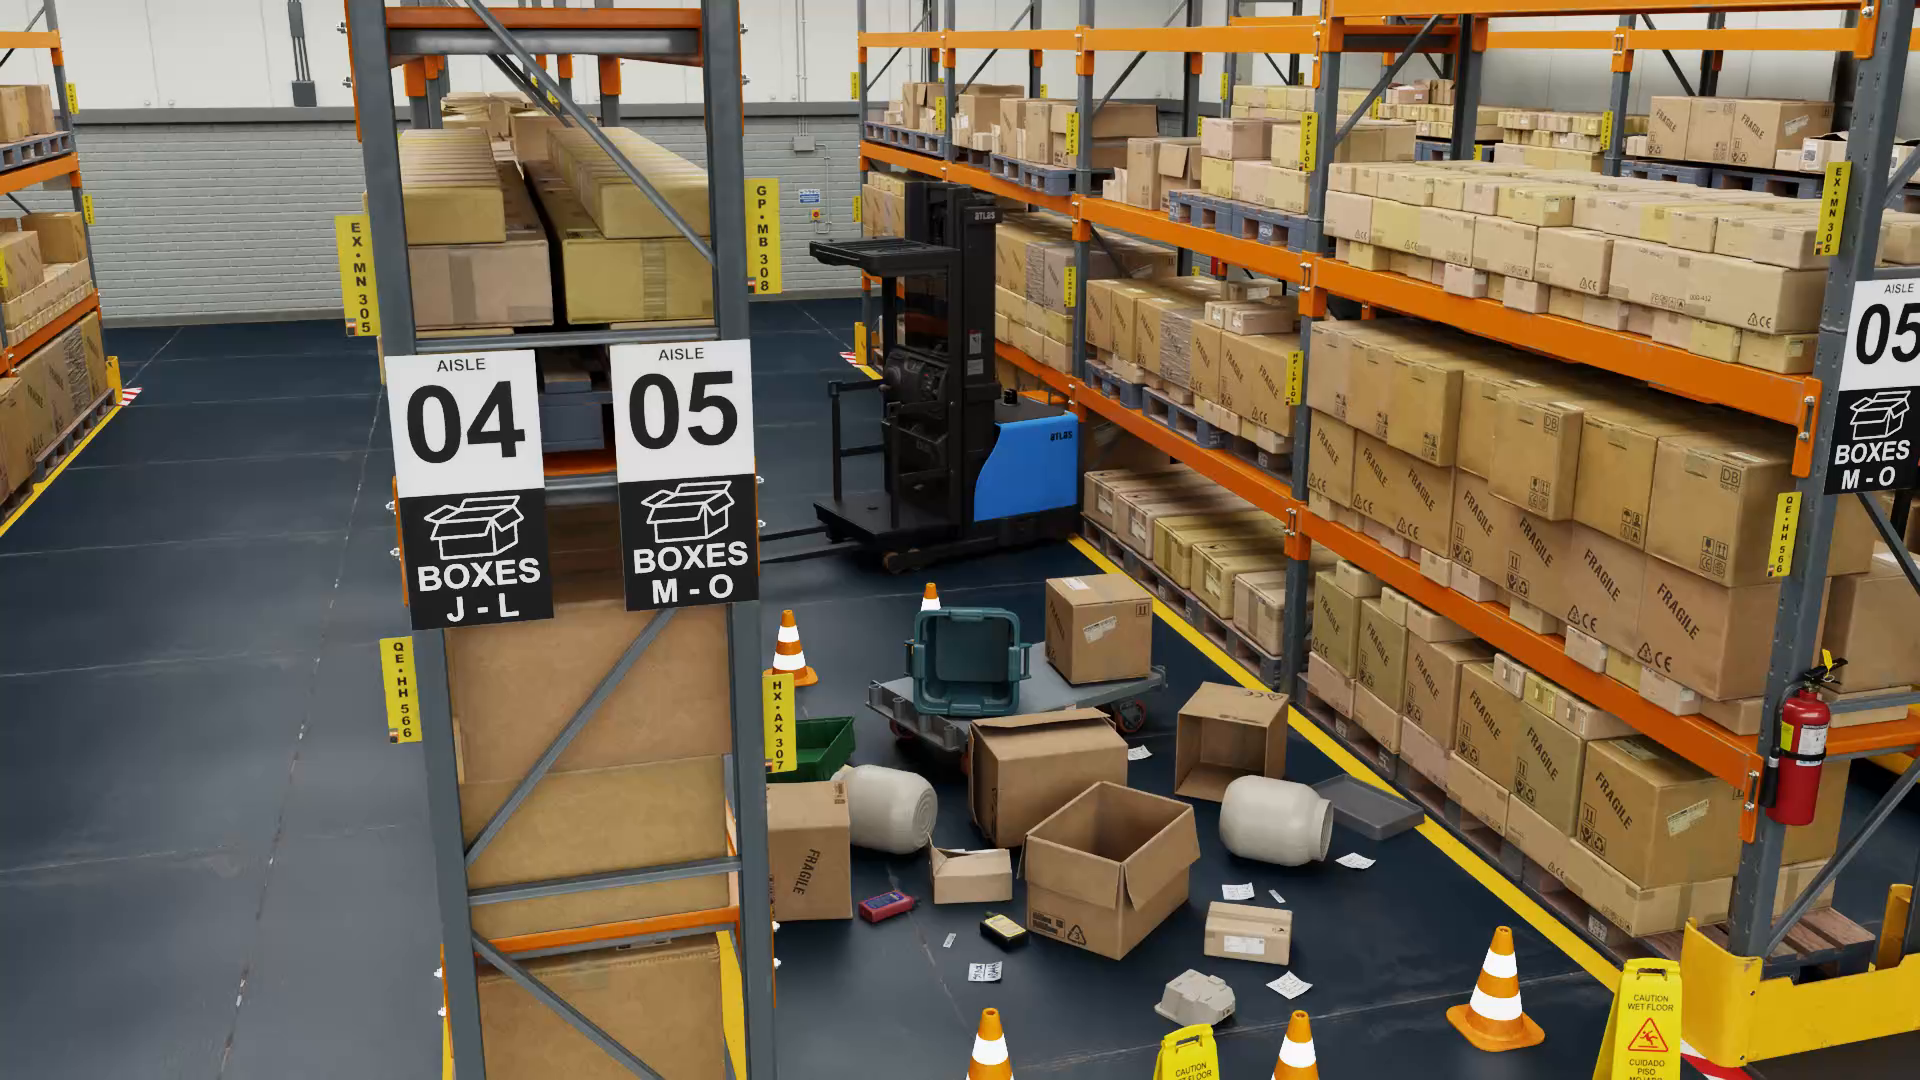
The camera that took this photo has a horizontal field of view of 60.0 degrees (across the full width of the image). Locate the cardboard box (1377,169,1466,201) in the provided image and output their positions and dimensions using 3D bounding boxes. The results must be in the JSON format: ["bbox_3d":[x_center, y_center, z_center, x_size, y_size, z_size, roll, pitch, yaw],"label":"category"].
[{"bbox_3d":[2.469,-1.900,8.900,0.380,0.149,0.250,-5,18,-17],"label":"cardboard box"}]

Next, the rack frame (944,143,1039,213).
[{"bbox_3d":[0.334,-2.671,17.630,1.000,3.000,0.127,-5,17,-15],"label":"rack frame"}]

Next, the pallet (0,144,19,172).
[{"bbox_3d":[-9.409,-3.509,15.359,1.003,0.211,1.213,-5,17,-15],"label":"pallet"}]

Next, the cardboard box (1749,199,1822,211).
[{"bbox_3d":[3.639,-1.382,7.176,0.380,0.149,0.250,-5,17,-15],"label":"cardboard box"}]

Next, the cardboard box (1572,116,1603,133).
[{"bbox_3d":[5.855,-3.809,15.255,0.380,0.149,0.250,-5,18,-17],"label":"cardboard box"}]

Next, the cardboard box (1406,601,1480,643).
[{"bbox_3d":[2.632,0.428,8.932,0.380,0.149,0.250,-4,17,-12],"label":"cardboard box"}]

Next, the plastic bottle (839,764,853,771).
[{"bbox_3d":[-0.672,1.326,9.433,0.283,0.061,0.133,16,23,42],"label":"plastic bottle"}]

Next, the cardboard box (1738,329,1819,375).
[{"bbox_3d":[3.265,-0.745,6.439,0.380,0.149,0.250,-5,17,-15],"label":"cardboard box"}]

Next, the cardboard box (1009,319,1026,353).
[{"bbox_3d":[0.766,-1.893,15.300,0.500,0.250,0.500,-5,17,-16],"label":"cardboard box"}]

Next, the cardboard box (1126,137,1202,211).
[{"bbox_3d":[1.684,-2.786,12.625,0.700,0.500,0.500,-5,17,-15],"label":"cardboard box"}]

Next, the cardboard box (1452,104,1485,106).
[{"bbox_3d":[5.470,-4.561,17.723,0.380,0.149,0.250,-5,17,-16],"label":"cardboard box"}]

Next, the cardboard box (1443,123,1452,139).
[{"bbox_3d":[5.150,-4.162,16.914,0.380,0.149,0.250,-4,17,-14],"label":"cardboard box"}]

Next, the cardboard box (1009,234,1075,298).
[{"bbox_3d":[0.761,-2.493,15.125,0.500,0.500,0.500,-5,17,-15],"label":"cardboard box"}]

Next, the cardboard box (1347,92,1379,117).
[{"bbox_3d":[4.736,-4.932,18.817,0.500,0.250,0.500,-5,17,-15],"label":"cardboard box"}]

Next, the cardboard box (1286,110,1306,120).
[{"bbox_3d":[4.318,-5.111,20.283,0.500,0.250,0.500,-5,17,-16],"label":"cardboard box"}]

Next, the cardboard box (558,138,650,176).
[{"bbox_3d":[-1.513,-1.630,7.097,0.380,0.149,0.250,-5,17,-15],"label":"cardboard box"}]

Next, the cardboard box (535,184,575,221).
[{"bbox_3d":[-1.403,-1.261,6.562,0.500,0.250,0.500,-5,17,-16],"label":"cardboard box"}]

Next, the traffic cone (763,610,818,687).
[{"bbox_3d":[-1.116,0.686,10.865,0.336,0.463,0.334,-5,17,-15],"label":"traffic cone"}]

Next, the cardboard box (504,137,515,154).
[{"bbox_3d":[-3.199,-2.809,12.701,0.500,0.500,0.500,-5,17,-15],"label":"cardboard box"}]

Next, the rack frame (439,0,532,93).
[{"bbox_3d":[-5.497,-6.231,19.054,1.000,3.000,0.127,-5,17,-15],"label":"rack frame"}]

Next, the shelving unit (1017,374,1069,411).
[{"bbox_3d":[0.712,-0.808,14.529,0.258,1.200,0.503,-8,20,-30],"label":"shelving unit"}]

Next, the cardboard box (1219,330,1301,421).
[{"bbox_3d":[2.048,-1.096,10.967,0.500,0.500,0.500,-5,17,-15],"label":"cardboard box"}]

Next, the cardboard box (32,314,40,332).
[{"bbox_3d":[-9.175,-2.093,16.144,0.380,0.149,0.250,-5,17,-17],"label":"cardboard box"}]

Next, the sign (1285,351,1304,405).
[{"bbox_3d":[2.000,-0.968,9.947,0.100,0.325,0.005,-5,17,-15],"label":"sign"}]

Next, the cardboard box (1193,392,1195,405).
[{"bbox_3d":[1.886,-1.024,11.853,0.380,0.149,0.250,-5,18,-17],"label":"cardboard box"}]

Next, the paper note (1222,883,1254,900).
[{"bbox_3d":[1.369,1.725,8.177,0.148,0.019,0.142,1,17,4],"label":"paper note"}]

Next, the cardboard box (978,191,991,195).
[{"bbox_3d":[0.411,-3.686,17.969,0.380,0.149,0.250,-4,17,-14],"label":"cardboard box"}]

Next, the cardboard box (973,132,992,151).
[{"bbox_3d":[0.345,-3.819,15.914,0.380,0.166,0.250,-6,18,-19],"label":"cardboard box"}]

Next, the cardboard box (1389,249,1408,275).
[{"bbox_3d":[2.575,-1.532,9.061,0.380,0.149,0.250,-5,17,-15],"label":"cardboard box"}]

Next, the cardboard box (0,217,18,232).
[{"bbox_3d":[-10.284,-3.131,17.603,0.500,0.500,0.500,-5,17,-17],"label":"cardboard box"}]

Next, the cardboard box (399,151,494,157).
[{"bbox_3d":[-1.938,-1.368,6.224,0.380,0.149,0.250,-5,17,-15],"label":"cardboard box"}]

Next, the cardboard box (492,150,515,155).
[{"bbox_3d":[-3.032,-2.290,10.399,0.500,0.311,0.500,-5,17,-16],"label":"cardboard box"}]

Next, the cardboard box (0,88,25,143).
[{"bbox_3d":[-9.618,-4.138,16.221,0.700,0.500,0.500,-4,17,-13],"label":"cardboard box"}]

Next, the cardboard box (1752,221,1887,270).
[{"bbox_3d":[3.255,-1.120,6.303,0.380,0.149,0.250,-5,17,-15],"label":"cardboard box"}]

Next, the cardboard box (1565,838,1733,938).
[{"bbox_3d":[3.145,1.555,7.611,0.500,0.250,0.500,-5,17,-16],"label":"cardboard box"}]

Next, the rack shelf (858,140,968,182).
[{"bbox_3d":[-0.215,-4.316,19.144,1.077,0.370,4.000,-5,17,-15],"label":"rack shelf"}]

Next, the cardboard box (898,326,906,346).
[{"bbox_3d":[-0.228,-2.324,20.200,0.875,0.438,0.875,-4,17,-14],"label":"cardboard box"}]

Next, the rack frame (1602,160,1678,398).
[{"bbox_3d":[6.205,-1.958,15.256,1.000,3.000,0.127,-5,17,-15],"label":"rack frame"}]

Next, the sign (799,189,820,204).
[{"bbox_3d":[-2.400,-5.478,26.504,0.327,0.218,0.001,-5,17,-15],"label":"sign"}]

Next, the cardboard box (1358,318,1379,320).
[{"bbox_3d":[2.743,-1.318,10.579,0.380,0.149,0.250,-5,17,-15],"label":"cardboard box"}]

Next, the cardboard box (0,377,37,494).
[{"bbox_3d":[-8.999,-0.896,14.683,1.225,0.875,0.875,-5,17,-15],"label":"cardboard box"}]

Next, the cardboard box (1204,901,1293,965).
[{"bbox_3d":[1.330,1.811,7.665,0.380,0.149,0.250,4,17,13],"label":"cardboard box"}]

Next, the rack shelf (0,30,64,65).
[{"bbox_3d":[-9.744,-4.778,16.161,1.077,0.370,4.000,-5,17,-15],"label":"rack shelf"}]

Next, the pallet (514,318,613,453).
[{"bbox_3d":[-1.314,-0.531,5.446,1.003,0.211,1.213,-5,17,-15],"label":"pallet"}]

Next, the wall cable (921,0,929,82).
[{"bbox_3d":[0.813,-8.488,26.503,2.988,3.039,0.133,-5,17,-15],"label":"wall cable"}]

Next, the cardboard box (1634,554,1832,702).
[{"bbox_3d":[3.218,0.330,6.950,0.500,0.500,0.500,-5,17,-16],"label":"cardboard box"}]

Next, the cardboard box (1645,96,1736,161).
[{"bbox_3d":[6.170,-3.472,14.005,0.500,0.500,0.500,-5,17,-15],"label":"cardboard box"}]

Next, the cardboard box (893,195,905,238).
[{"bbox_3d":[-0.471,-3.727,19.233,0.500,0.500,0.500,-5,17,-15],"label":"cardboard box"}]

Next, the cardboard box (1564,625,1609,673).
[{"bbox_3d":[2.998,0.479,7.579,0.380,0.149,0.250,-4,17,-14],"label":"cardboard box"}]

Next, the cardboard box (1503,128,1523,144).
[{"bbox_3d":[5.548,-3.951,16.244,0.380,0.149,0.250,-4,17,-14],"label":"cardboard box"}]

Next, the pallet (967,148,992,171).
[{"bbox_3d":[0.634,-3.766,16.395,0.805,0.209,1.217,-5,18,-17],"label":"pallet"}]

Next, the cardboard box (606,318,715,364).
[{"bbox_3d":[-0.886,-0.618,5.114,0.380,0.149,0.250,-5,17,-15],"label":"cardboard box"}]

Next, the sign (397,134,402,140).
[{"bbox_3d":[-2.718,-1.828,8.164,0.100,0.325,0.005,-5,17,-15],"label":"sign"}]

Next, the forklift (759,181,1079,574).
[{"bbox_3d":[-0.534,-1.312,13.224,3.031,2.935,1.130,-10,19,-30],"label":"forklift"}]
